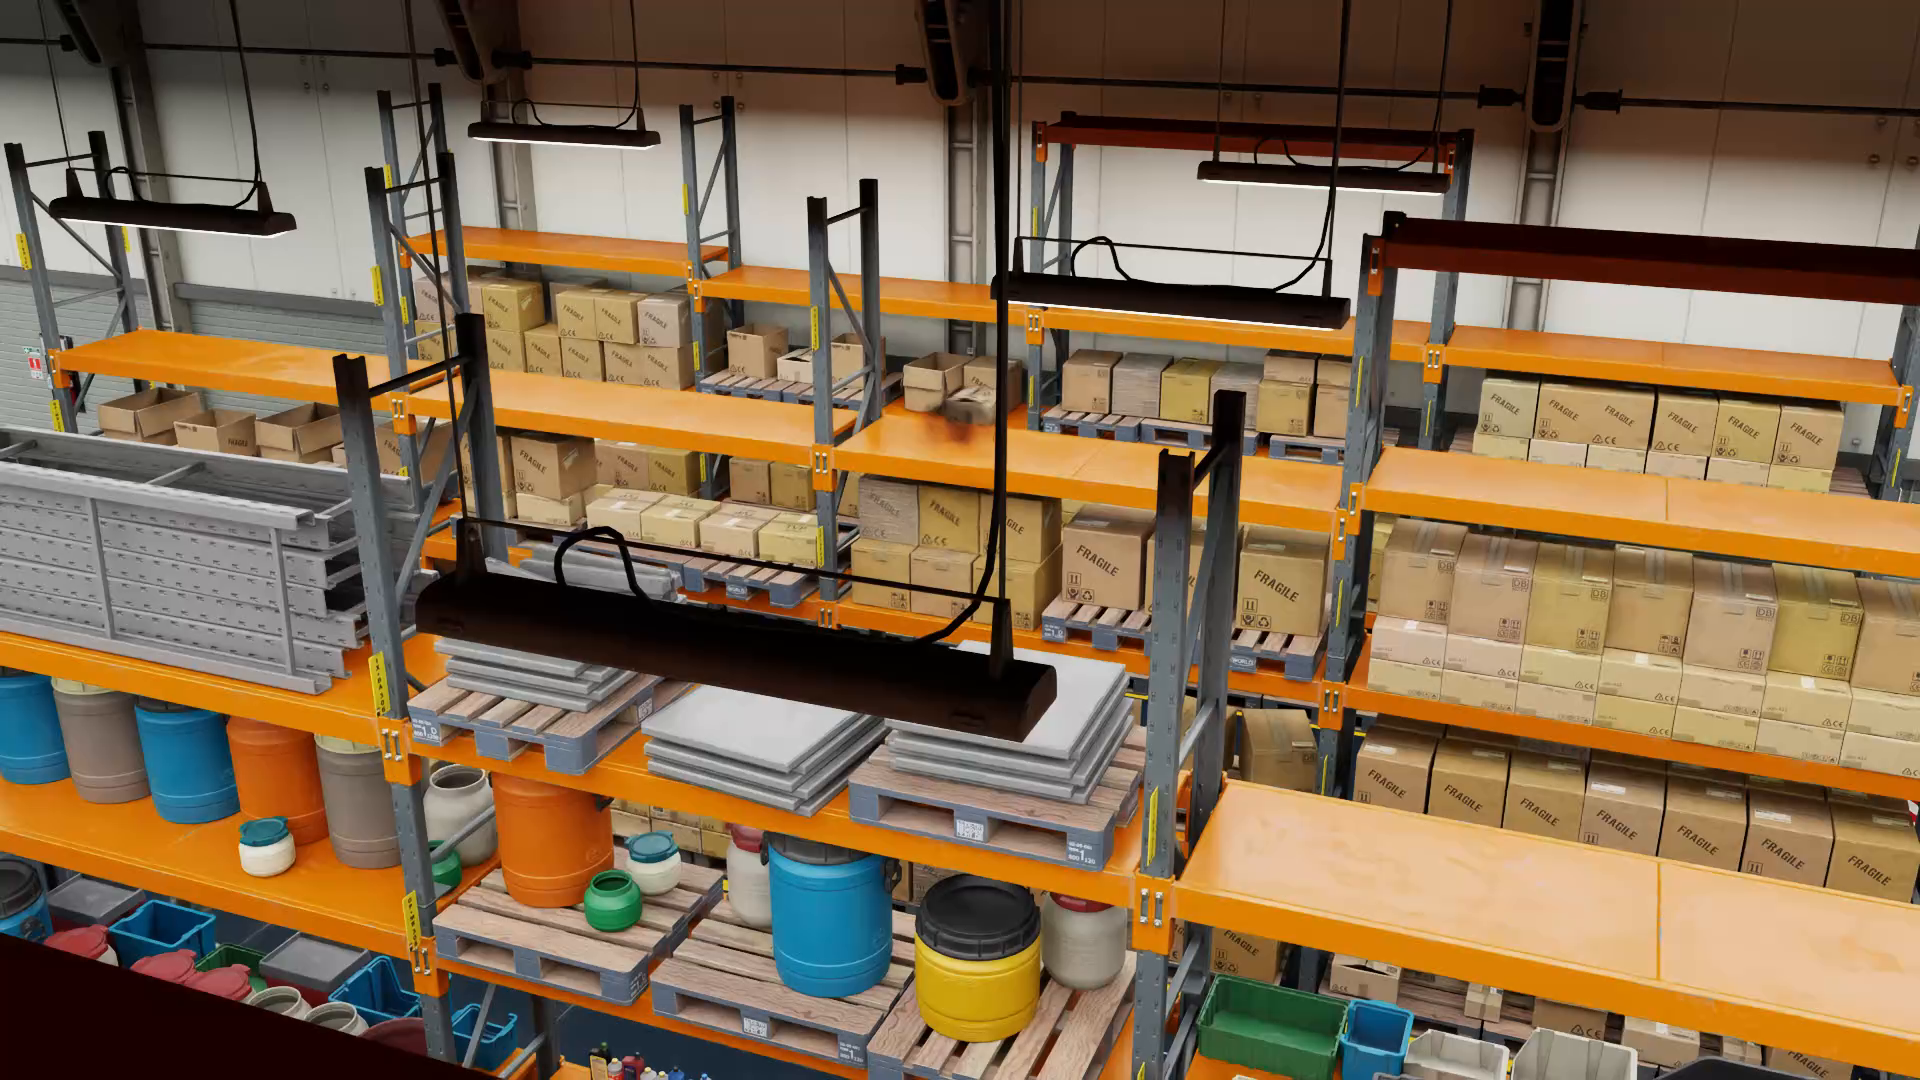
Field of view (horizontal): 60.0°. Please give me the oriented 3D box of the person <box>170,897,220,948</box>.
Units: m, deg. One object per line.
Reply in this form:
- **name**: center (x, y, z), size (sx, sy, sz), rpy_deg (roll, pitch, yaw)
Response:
- **person**: center (-6.109, 2.574, 13.161), size (0.652, 1.803, 0.412), rpy_deg (6, 22, 16)
